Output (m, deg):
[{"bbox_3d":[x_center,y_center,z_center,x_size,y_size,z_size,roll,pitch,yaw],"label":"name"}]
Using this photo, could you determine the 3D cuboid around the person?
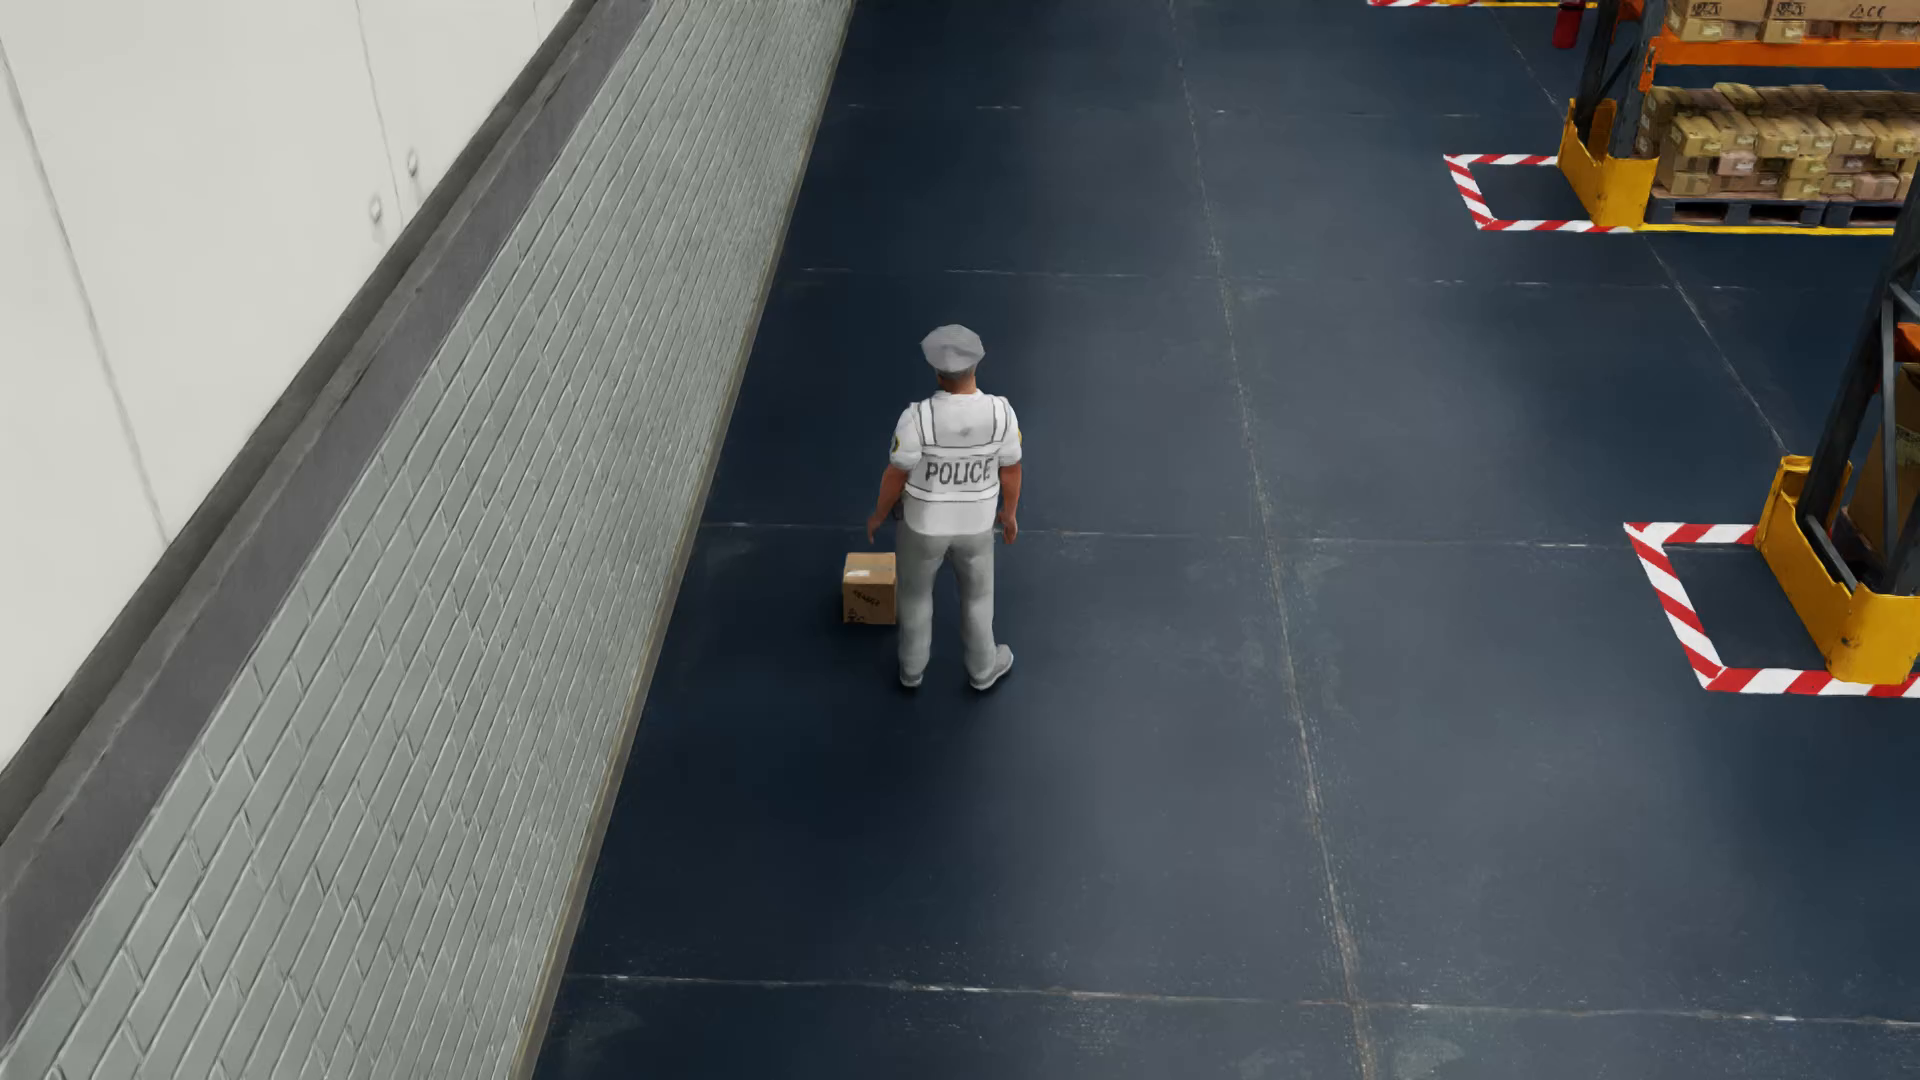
[{"bbox_3d":[-0.068,-0.101,7.196,0.664,1.778,0.430,-7,36,-10],"label":"person"}]
